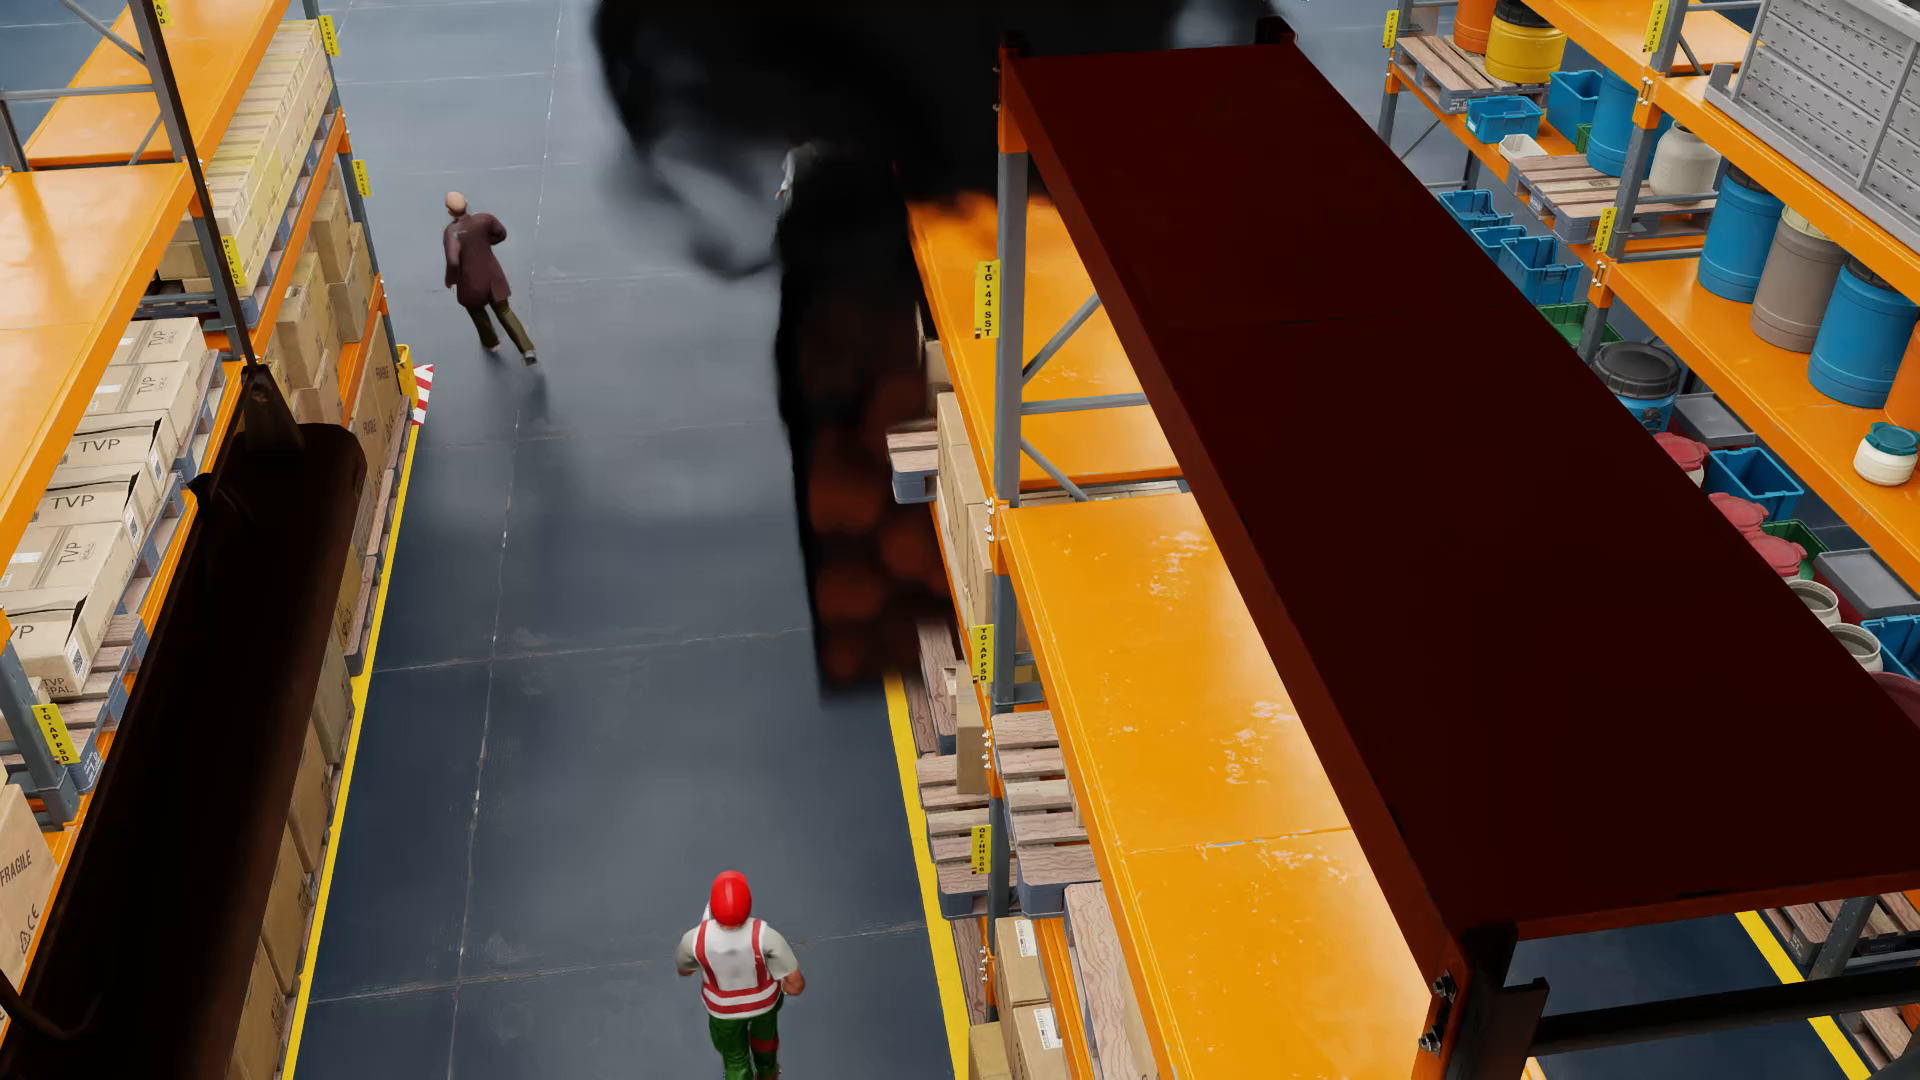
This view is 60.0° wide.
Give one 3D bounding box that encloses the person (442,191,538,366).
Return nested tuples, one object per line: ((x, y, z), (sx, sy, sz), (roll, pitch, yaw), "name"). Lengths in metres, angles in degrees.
((-4.376, -2.316, 15.182), (0.740, 1.675, 1.022), (-30, 45, -34), "person")

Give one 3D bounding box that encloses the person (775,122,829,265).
((-1.567, -3.471, 16.882), (0.594, 1.532, 0.583), (20, 41, 25), "person")

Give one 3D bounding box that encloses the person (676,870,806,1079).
((-1.128, 2.401, 8.677), (0.631, 1.844, 0.735), (-6, 37, -9), "person")
